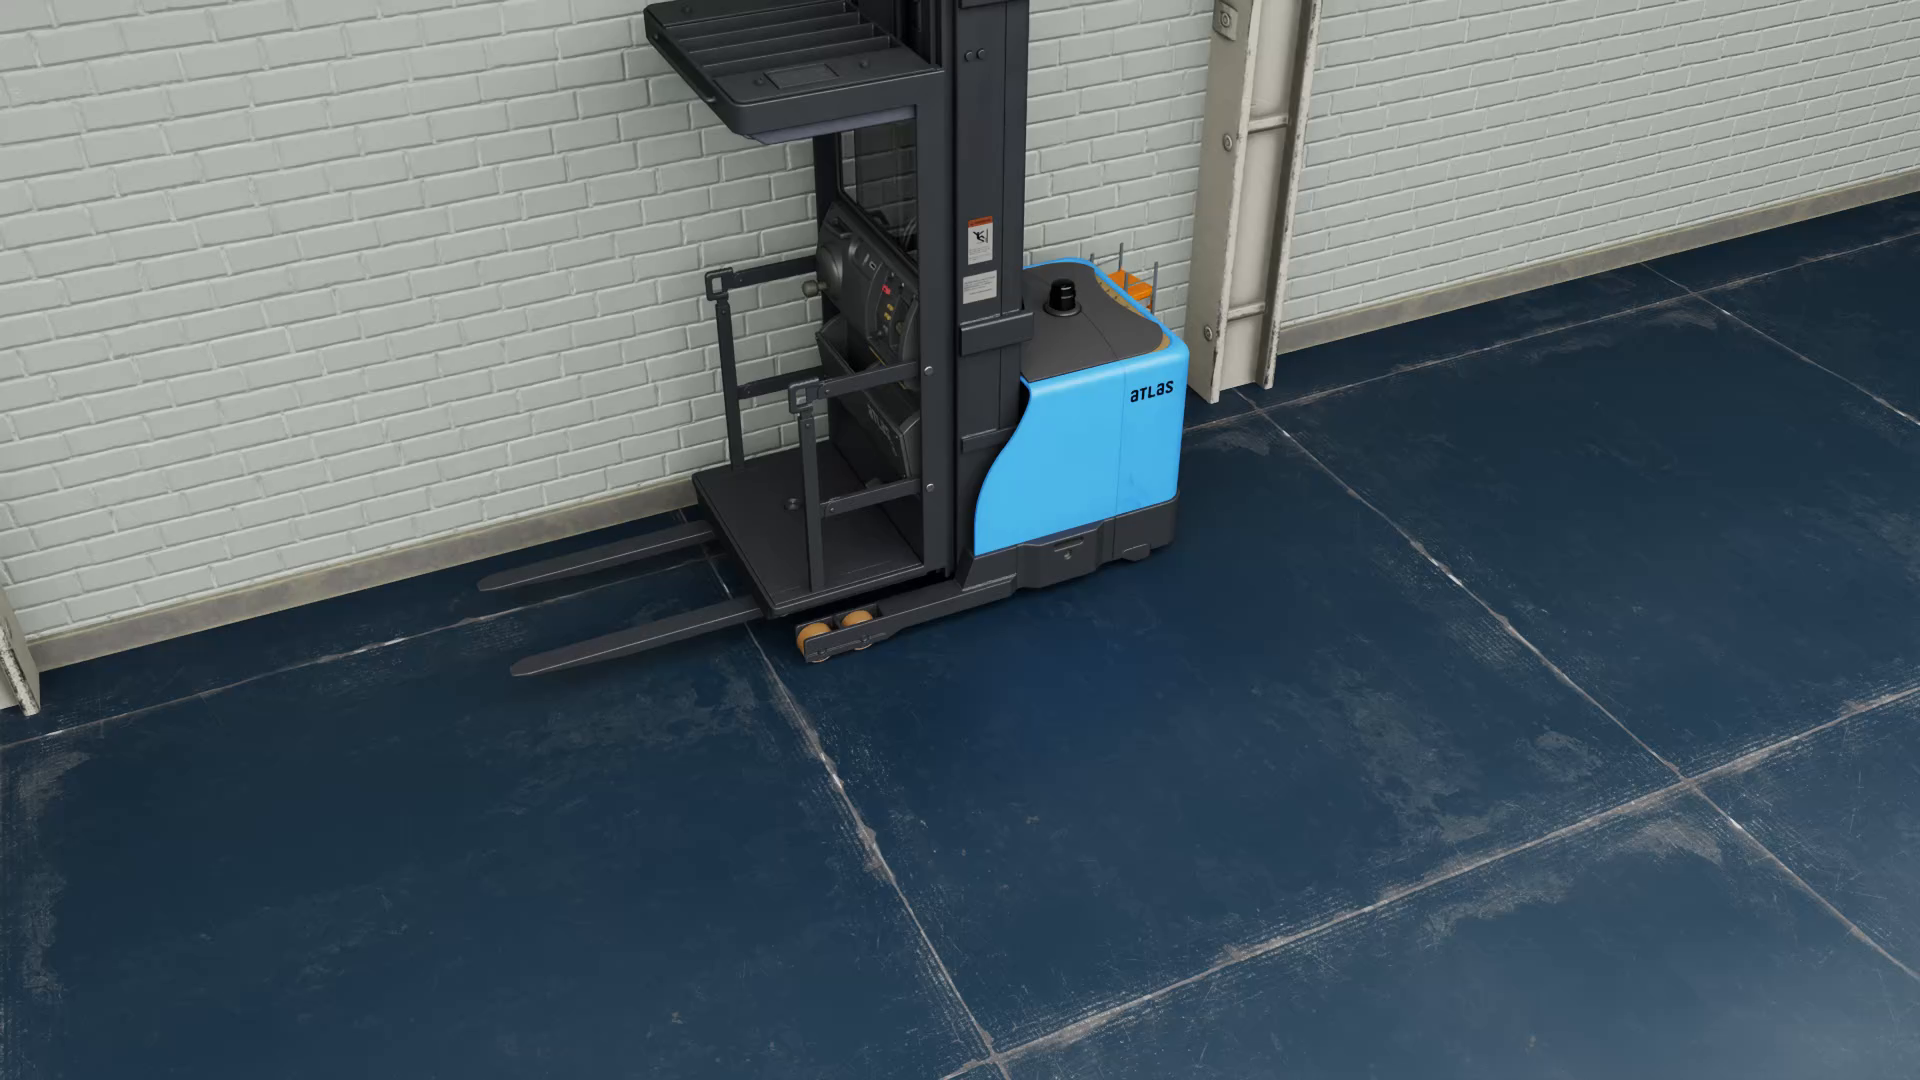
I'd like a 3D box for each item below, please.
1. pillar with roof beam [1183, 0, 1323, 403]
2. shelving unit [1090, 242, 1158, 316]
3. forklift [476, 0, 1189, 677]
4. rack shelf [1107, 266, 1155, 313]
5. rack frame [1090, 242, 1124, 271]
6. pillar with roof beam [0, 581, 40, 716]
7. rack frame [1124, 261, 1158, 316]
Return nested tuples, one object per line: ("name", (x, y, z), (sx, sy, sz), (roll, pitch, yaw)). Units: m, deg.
("pillar with roof beam", (3.253, -2.140, 3.081), (0.400, 9.000, 9.100), (-16, 39, -20))
("shelving unit", (0.767, -0.896, 8.077), (0.215, 1.050, 0.252), (-24, 43, -29))
("forklift", (-0.563, -1.019, 6.663), (3.031, 2.935, 1.130), (-16, 39, -20))
("rack shelf", (0.767, -1.116, 7.914), (0.215, 0.259, 0.240), (-24, 43, -29))
("rack frame", (0.694, -0.954, 8.155), (0.200, 1.050, 0.008), (-24, 43, -29))
("pillar with roof beam", (-2.179, -0.621, 1.033), (0.400, 9.000, 9.100), (-16, 39, -20))
("rack frame", (0.840, -0.838, 7.998), (0.200, 1.050, 0.008), (-24, 43, -29))
